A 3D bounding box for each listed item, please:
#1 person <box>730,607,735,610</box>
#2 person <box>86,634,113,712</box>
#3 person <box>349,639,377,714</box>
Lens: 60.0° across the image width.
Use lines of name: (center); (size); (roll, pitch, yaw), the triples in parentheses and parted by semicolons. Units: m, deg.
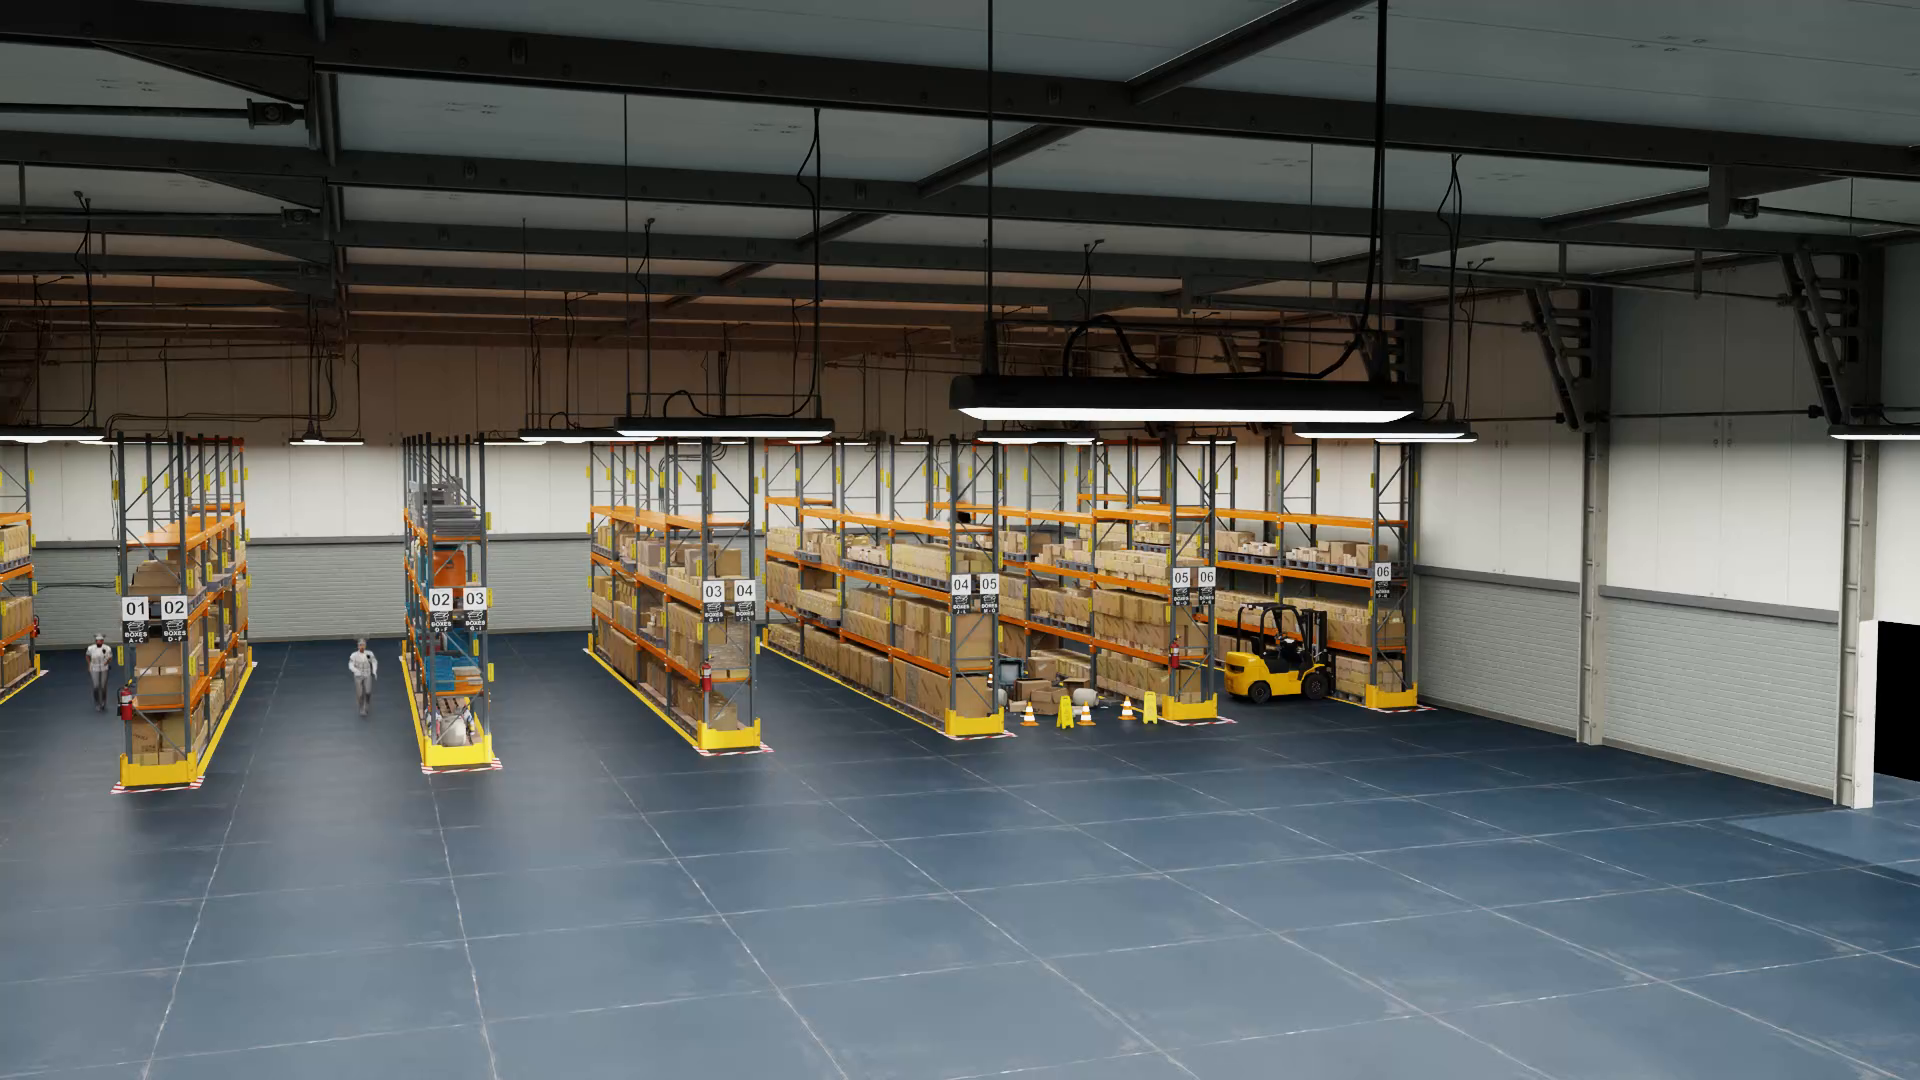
person: (-6.237, 2.310, 46.388); (0.728, 1.718, 0.784); (0, 3, -6)
person: (-18.795, 2.895, 36.340); (0.506, 1.739, 0.824); (-2, 4, -32)
person: (-12.761, 2.923, 35.583); (0.592, 1.646, 0.633); (-1, 3, -23)
